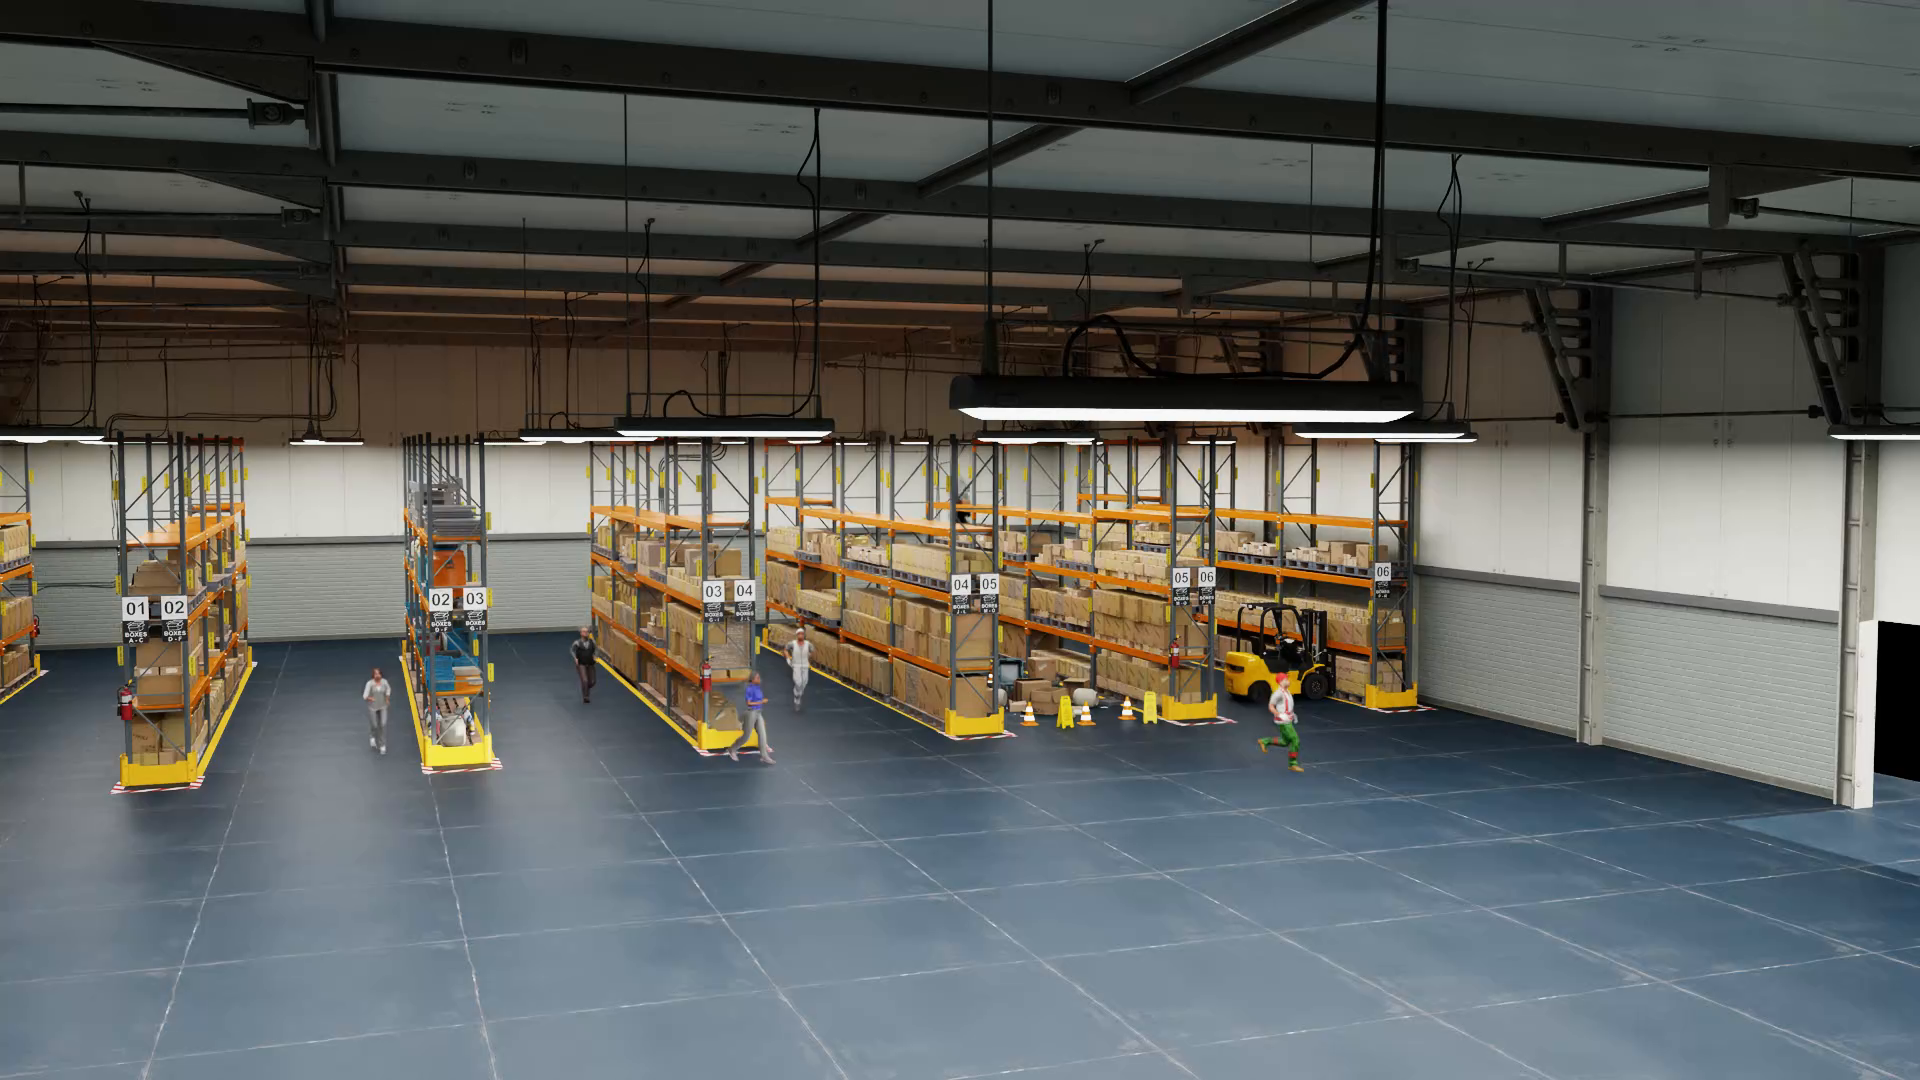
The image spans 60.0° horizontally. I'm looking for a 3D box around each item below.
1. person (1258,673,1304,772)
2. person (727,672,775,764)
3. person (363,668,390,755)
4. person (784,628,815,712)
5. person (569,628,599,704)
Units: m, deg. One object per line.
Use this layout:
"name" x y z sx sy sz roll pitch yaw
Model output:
"person" 5.719 3.231 29.626 0.870 1.741 0.652 1 3 25
"person" -3.752 3.201 30.053 0.934 1.646 0.586 1 3 21
"person" -10.957 3.181 31.266 0.514 1.595 0.882 -2 4 -27
"person" -3.490 2.831 36.398 0.638 1.826 0.782 -1 3 -22
"person" -8.440 2.810 37.402 0.664 1.679 0.725 -2 4 -27
